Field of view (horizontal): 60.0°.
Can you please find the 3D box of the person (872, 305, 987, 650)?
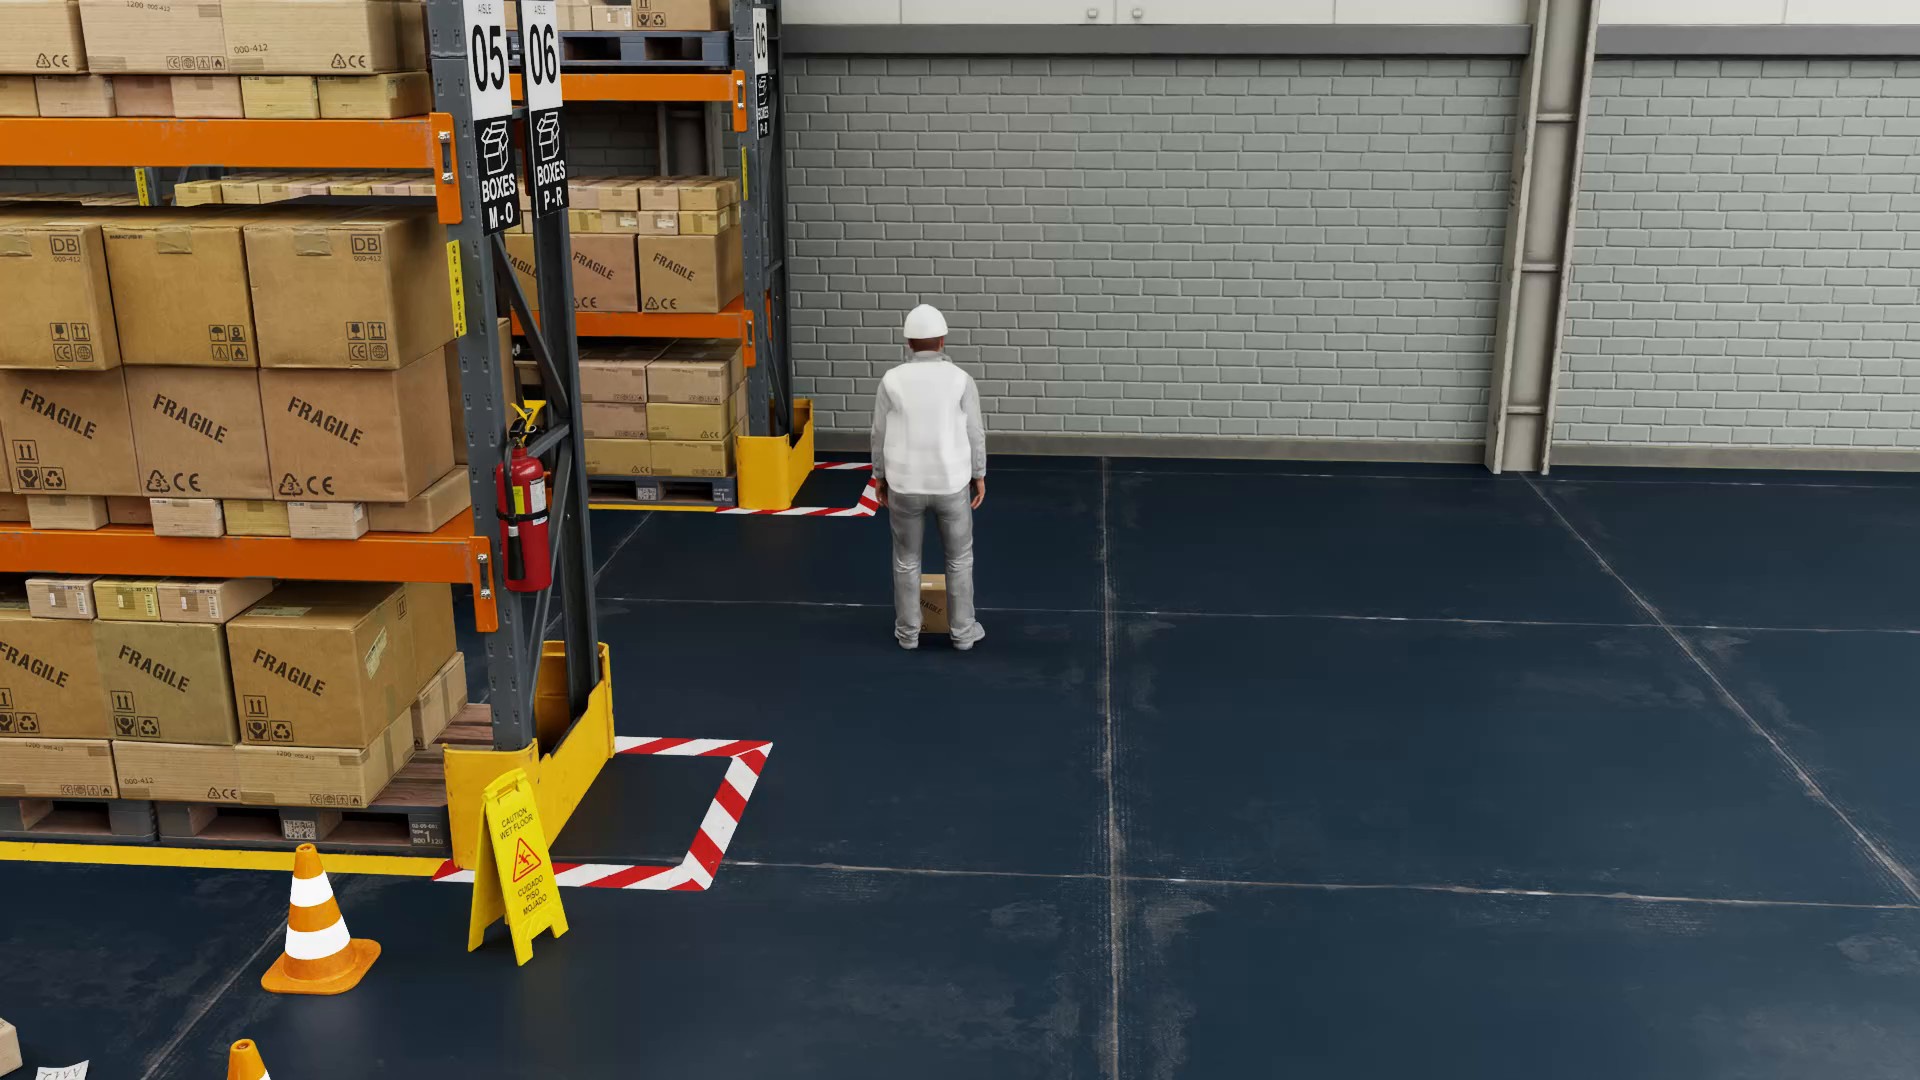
[{"bbox_3d":[-0.153,-0.307,8.482,0.580,1.772,0.460,1,17,4],"label":"person"}]
